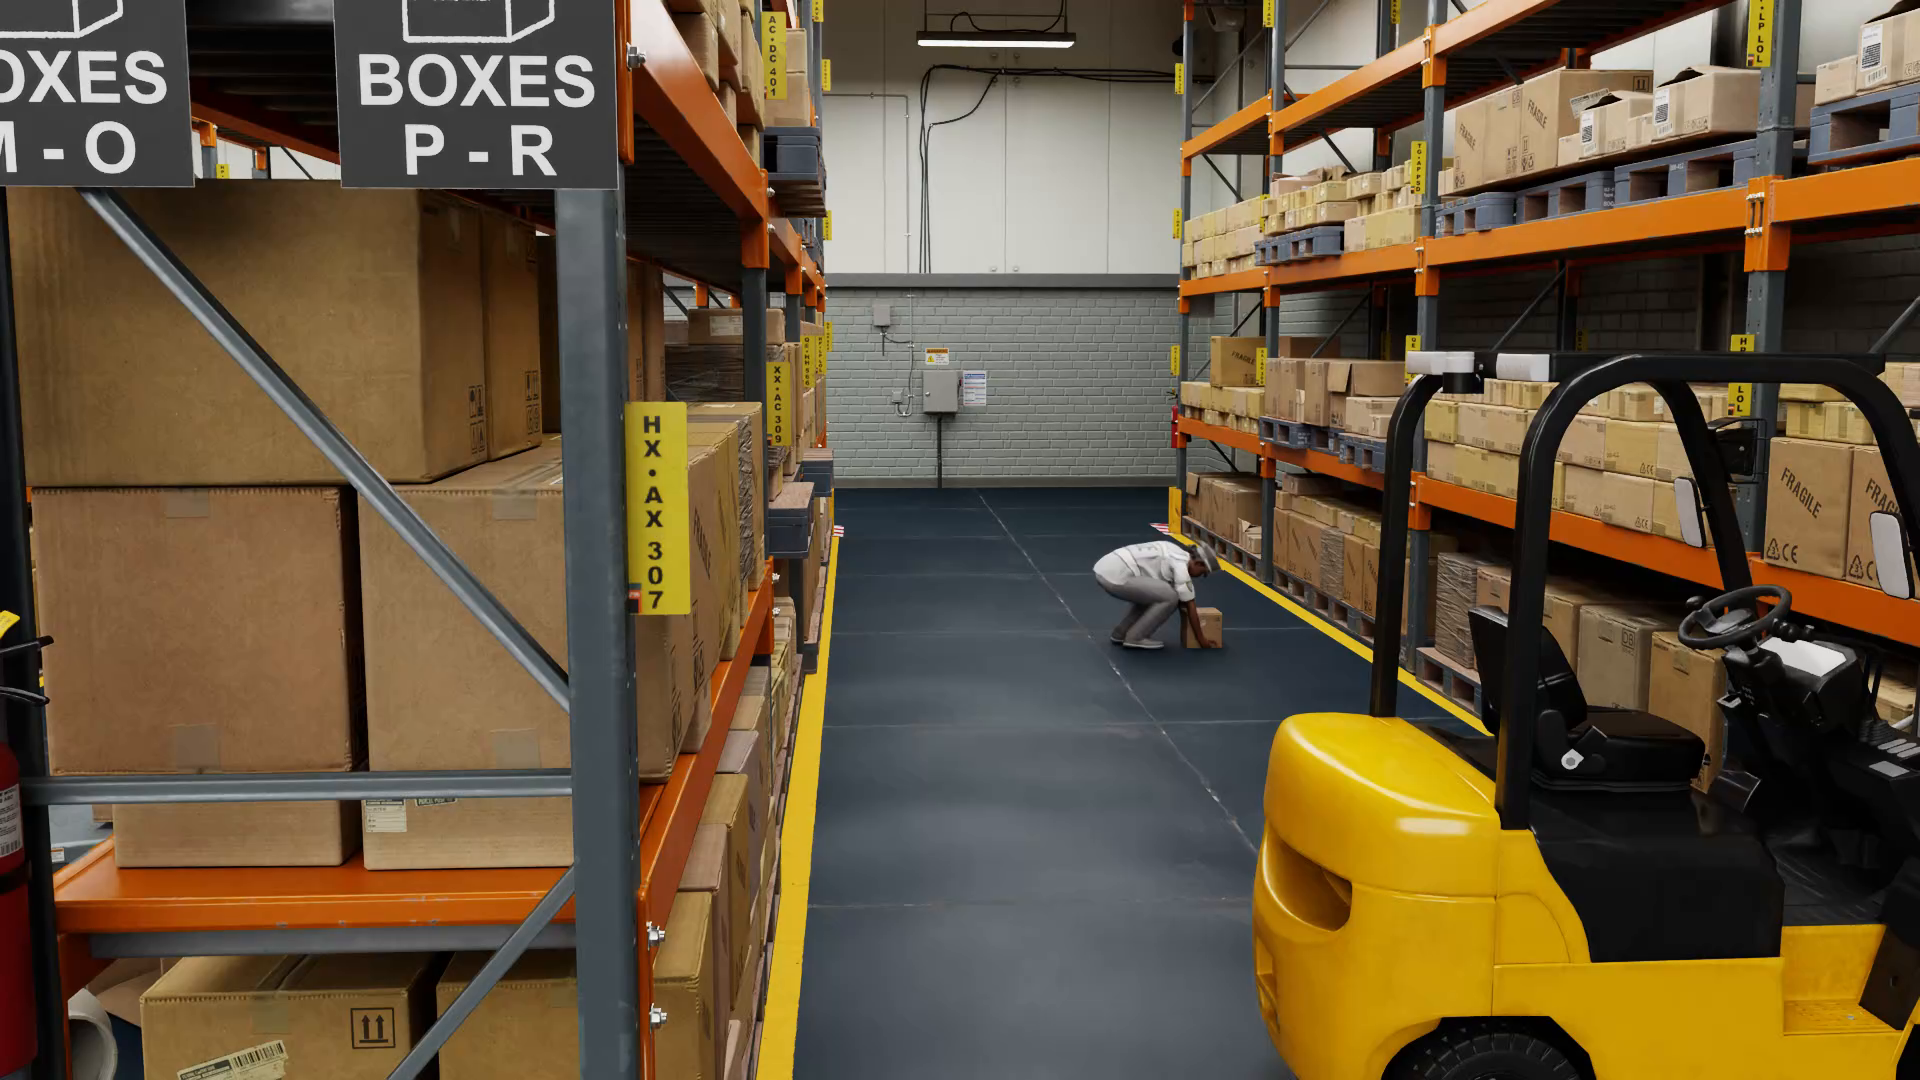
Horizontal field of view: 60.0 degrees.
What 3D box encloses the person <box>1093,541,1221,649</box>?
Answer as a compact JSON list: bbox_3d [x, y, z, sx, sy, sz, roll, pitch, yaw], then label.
[{"bbox_3d":[1.413,0.392,11.873,0.925,0.765,0.449,-1,7,-5],"label":"person"}]
